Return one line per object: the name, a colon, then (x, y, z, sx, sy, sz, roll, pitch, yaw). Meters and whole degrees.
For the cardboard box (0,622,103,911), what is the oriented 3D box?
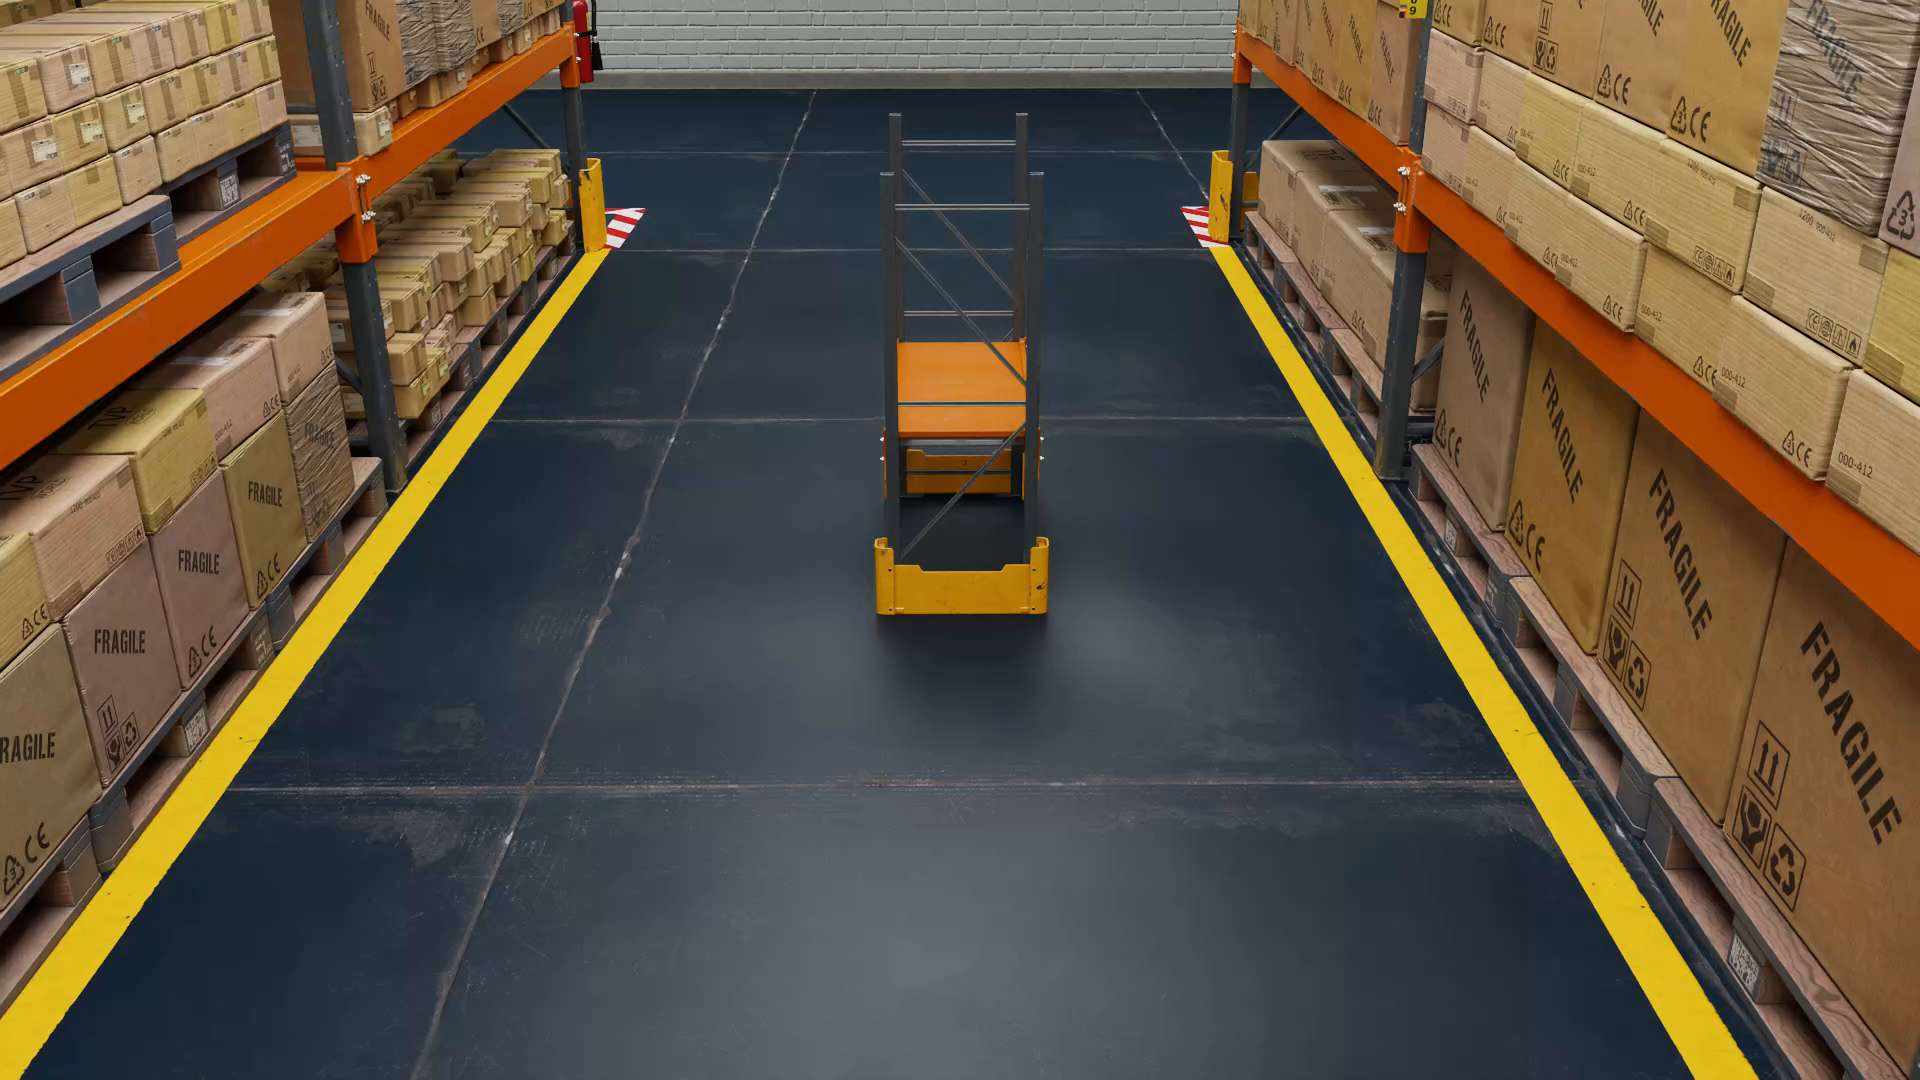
cardboard box: (-2.459, 0.530, 3.963, 0.500, 0.500, 0.500, 0, 24, 0)

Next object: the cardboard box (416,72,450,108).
cardboard box: (-2.484, -2.002, 7.342, 0.380, 0.149, 0.250, 0, 24, 0)

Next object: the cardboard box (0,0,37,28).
cardboard box: (-3.187, -1.635, 5.299, 0.380, 0.149, 0.250, 0, 24, 1)

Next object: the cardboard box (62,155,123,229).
cardboard box: (-2.521, -0.944, 4.492, 0.380, 0.149, 0.250, 1, 24, 2)

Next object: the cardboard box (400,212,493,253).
cardboard box: (-2.529, -1.517, 8.192, 0.380, 0.149, 0.250, 0, 24, 0)

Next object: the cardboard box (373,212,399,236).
cardboard box: (-2.986, -1.515, 8.189, 0.380, 0.149, 0.250, 0, 24, 0)

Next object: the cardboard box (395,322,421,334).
cardboard box: (-2.517, -0.849, 7.076, 0.380, 0.149, 0.250, 0, 24, 0)

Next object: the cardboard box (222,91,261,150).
cardboard box: (-2.535, -1.374, 5.442, 0.380, 0.149, 0.250, 0, 24, 0)

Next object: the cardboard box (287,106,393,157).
cardboard box: (-2.417, -1.570, 6.387, 0.380, 0.149, 0.250, 1, 24, 1)

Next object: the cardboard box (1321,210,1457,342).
cardboard box: (2.298, -1.282, 8.045, 0.875, 0.438, 0.875, -1, 24, -2)

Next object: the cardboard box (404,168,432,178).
cardboard box: (-3.121, -1.943, 9.135, 0.380, 0.149, 0.250, 0, 24, -1)

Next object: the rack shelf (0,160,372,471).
rack shelf: (-2.719, -0.415, 4.400, 1.077, 0.370, 4.000, 0, 24, -1)

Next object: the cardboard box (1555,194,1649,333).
cardboard box: (1.942, -0.749, 4.448, 0.500, 0.250, 0.500, -1, 24, -1)

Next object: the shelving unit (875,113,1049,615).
shelving unit: (0.001, -0.652, 5.871, 0.587, 1.500, 1.083, 0, 24, -1)

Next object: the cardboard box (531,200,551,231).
cardboard box: (-2.486, -1.812, 9.206, 0.380, 0.149, 0.250, -1, 24, -3)

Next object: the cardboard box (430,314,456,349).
cardboard box: (-2.534, -0.927, 7.609, 0.380, 0.149, 0.250, -1, 24, -2)

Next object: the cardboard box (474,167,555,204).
cardboard box: (-2.450, -1.951, 9.152, 0.380, 0.149, 0.250, -1, 24, -2)

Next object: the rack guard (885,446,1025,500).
rack guard: (-0.005, -0.288, 6.583, 0.587, 0.250, 0.087, 0, 24, -1)

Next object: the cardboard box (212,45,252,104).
cardboard box: (-2.535, -1.507, 5.377, 0.380, 0.149, 0.250, 0, 24, 0)

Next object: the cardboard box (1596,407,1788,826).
cardboard box: (2.321, 0.142, 4.365, 0.875, 0.875, 0.875, 0, 24, 0)

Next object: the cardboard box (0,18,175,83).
cardboard box: (-2.534, -1.425, 4.833, 0.380, 0.149, 0.250, 0, 24, -1)

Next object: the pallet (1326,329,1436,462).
pallet: (2.278, -0.674, 7.483, 1.003, 0.211, 1.213, 0, 24, -1)

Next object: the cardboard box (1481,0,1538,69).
cardboard box: (1.958, -1.739, 5.121, 0.500, 0.500, 0.500, 0, 24, -1)

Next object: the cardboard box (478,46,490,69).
cardboard box: (-2.572, -2.436, 8.301, 0.380, 0.149, 0.250, -1, 24, -3)

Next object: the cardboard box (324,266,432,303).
cardboard box: (-2.533, -1.091, 7.249, 0.380, 0.149, 0.250, -1, 24, -1)

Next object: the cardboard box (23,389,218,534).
cardboard box: (-2.468, -0.225, 4.722, 0.500, 0.250, 0.500, -1, 24, -3)

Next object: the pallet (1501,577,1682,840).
pallet: (2.308, 0.462, 4.973, 1.003, 0.211, 1.213, 0, 24, -1)

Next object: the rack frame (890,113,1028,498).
rack frame: (-0.005, -0.858, 6.326, 0.500, 1.500, 0.032, 0, 24, -1)

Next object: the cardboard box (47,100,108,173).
cardboard box: (-2.521, -1.073, 4.416, 0.380, 0.149, 0.250, 0, 24, 0)

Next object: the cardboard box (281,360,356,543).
cardboard box: (-2.481, -0.315, 5.830, 0.500, 0.500, 0.500, -1, 24, -2)

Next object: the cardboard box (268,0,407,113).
cardboard box: (-2.494, -1.953, 6.445, 0.500, 0.500, 0.500, -1, 24, -2)

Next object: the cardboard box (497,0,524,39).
cardboard box: (-2.507, -2.791, 8.298, 0.500, 0.500, 0.500, 0, 24, 0)

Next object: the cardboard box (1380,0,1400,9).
cardboard box: (1.927, -2.325, 6.415, 0.500, 0.500, 0.500, 0, 24, -1)

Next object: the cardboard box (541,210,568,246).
cardboard box: (-2.466, -1.786, 9.508, 0.380, 0.149, 0.250, 0, 24, 1)

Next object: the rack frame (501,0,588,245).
rack frame: (-2.784, -3.215, 9.718, 1.000, 3.000, 0.127, 0, 24, -1)

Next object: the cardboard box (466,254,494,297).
cardboard box: (-2.475, -1.278, 8.025, 0.380, 0.149, 0.250, 0, 24, -1)

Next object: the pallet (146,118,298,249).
pallet: (-2.878, -1.163, 5.415, 1.003, 0.211, 1.213, 0, 24, -1)

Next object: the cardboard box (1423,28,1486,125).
cardboard box: (1.931, -1.607, 5.739, 0.500, 0.250, 0.500, -1, 24, -2)

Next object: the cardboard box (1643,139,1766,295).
cardboard box: (1.957, -0.762, 3.870, 0.500, 0.250, 0.500, -1, 24, -2)

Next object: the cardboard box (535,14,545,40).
cardboard box: (-2.533, -2.865, 9.248, 0.380, 0.149, 0.250, 0, 24, -1)

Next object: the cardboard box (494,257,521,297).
cardboard box: (-2.485, -1.357, 8.561, 0.380, 0.149, 0.250, 0, 24, 0)

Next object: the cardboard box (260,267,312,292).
cardboard box: (-3.057, -1.083, 7.233, 0.380, 0.149, 0.250, 0, 24, -1)

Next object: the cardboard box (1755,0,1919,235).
cardboard box: (1.970, -0.907, 3.280, 0.500, 0.500, 0.500, 0, 24, 0)

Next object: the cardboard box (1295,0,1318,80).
cardboard box: (1.925, -2.501, 8.018, 0.500, 0.500, 0.500, 1, 24, 1)

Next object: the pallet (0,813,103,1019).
pallet: (-2.704, 1.030, 3.716, 1.003, 0.211, 1.213, 0, 24, -1)
